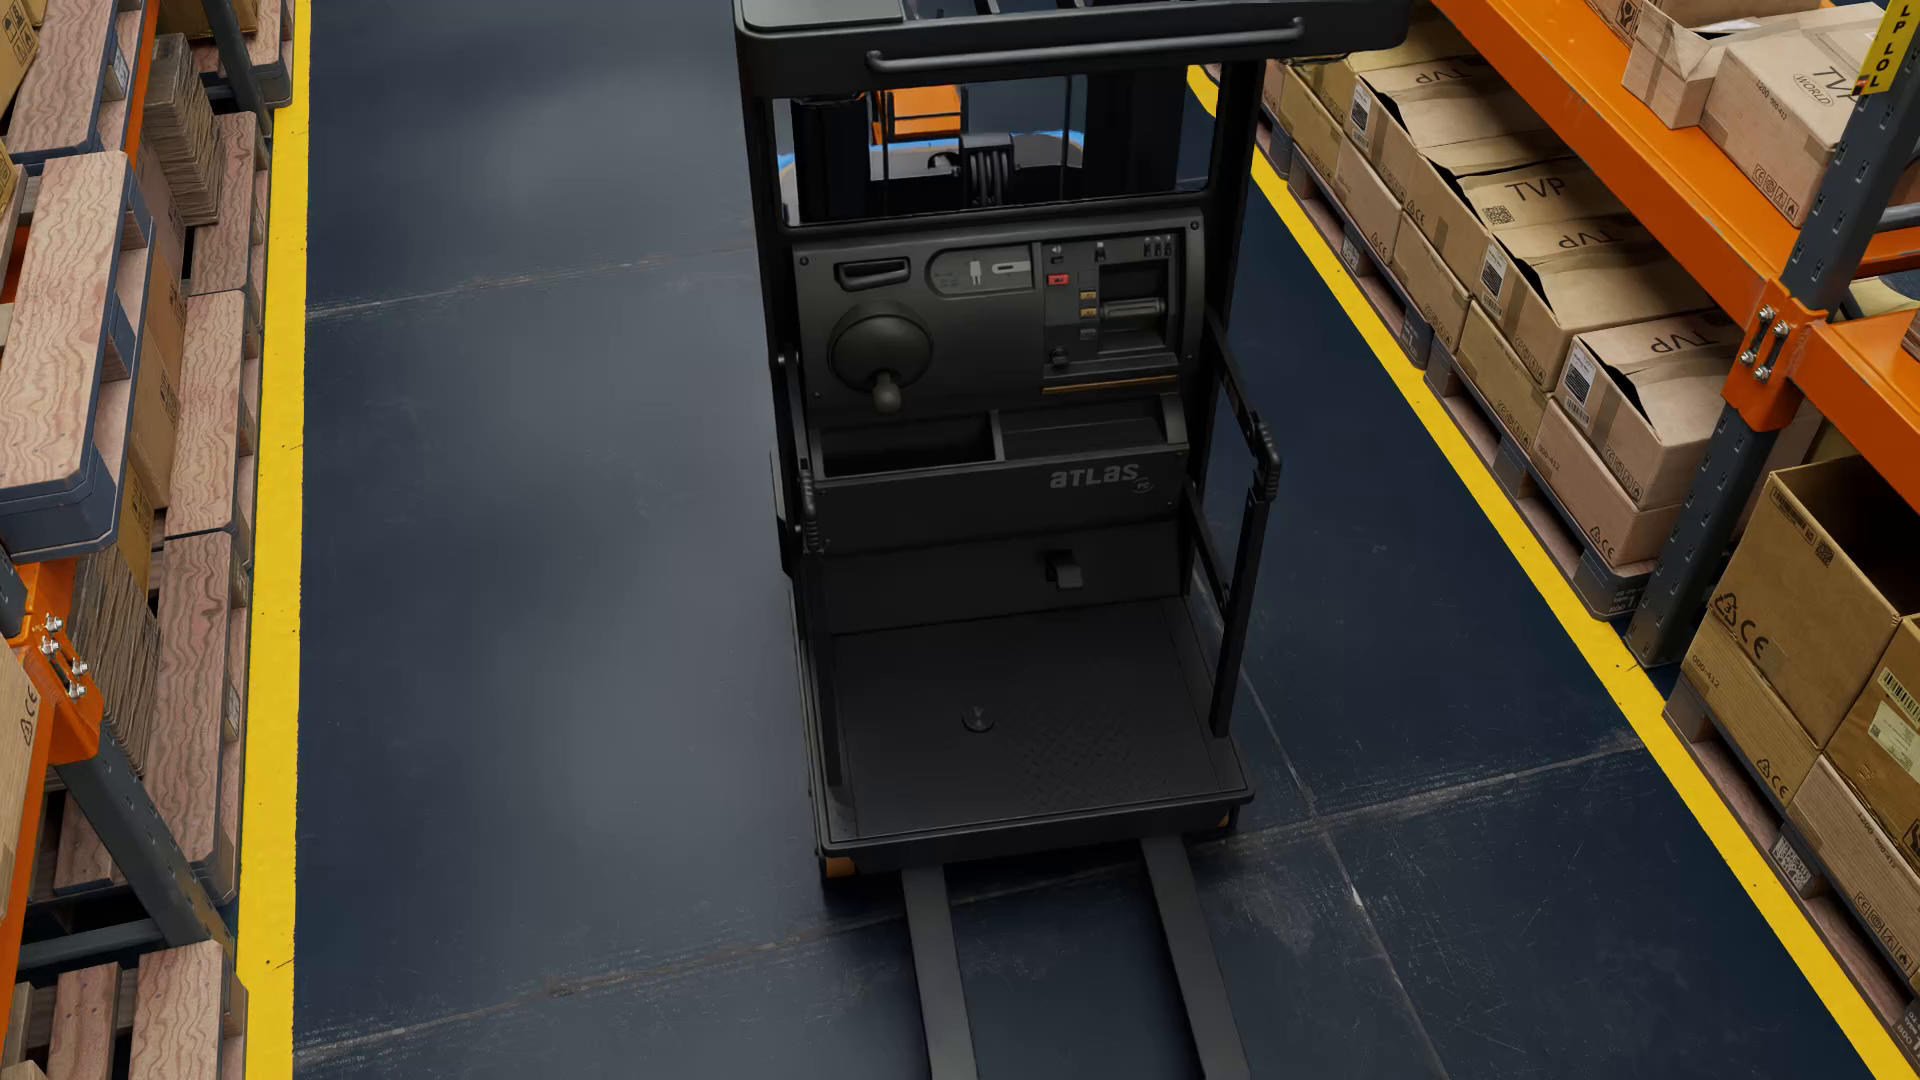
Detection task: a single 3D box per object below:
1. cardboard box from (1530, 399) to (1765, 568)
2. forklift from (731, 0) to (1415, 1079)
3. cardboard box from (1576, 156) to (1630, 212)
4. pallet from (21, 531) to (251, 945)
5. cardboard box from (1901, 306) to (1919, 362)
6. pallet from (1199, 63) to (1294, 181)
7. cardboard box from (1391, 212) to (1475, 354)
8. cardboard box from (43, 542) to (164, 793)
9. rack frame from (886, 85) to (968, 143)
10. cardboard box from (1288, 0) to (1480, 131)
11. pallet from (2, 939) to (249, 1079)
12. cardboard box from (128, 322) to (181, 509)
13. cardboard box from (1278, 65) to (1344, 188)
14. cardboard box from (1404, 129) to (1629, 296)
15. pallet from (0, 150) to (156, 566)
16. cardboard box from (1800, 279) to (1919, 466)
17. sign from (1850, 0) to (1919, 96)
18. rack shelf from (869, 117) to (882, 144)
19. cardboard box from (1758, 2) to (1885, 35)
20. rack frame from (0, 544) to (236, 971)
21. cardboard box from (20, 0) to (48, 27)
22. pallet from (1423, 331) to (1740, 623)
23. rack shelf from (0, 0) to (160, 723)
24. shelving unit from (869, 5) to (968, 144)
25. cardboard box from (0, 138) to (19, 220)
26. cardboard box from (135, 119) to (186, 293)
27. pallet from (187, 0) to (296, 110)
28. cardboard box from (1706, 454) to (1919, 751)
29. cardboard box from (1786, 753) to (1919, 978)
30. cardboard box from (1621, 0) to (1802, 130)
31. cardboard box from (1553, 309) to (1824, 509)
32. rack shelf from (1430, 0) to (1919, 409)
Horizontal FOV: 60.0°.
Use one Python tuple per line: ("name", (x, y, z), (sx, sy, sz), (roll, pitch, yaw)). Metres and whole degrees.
("cardboard box", (2.085, -0.218, 4.994), (0.500, 0.250, 0.500), (-11, 47, -11))
("forklift", (0.131, -0.420, 3.610), (1.130, 2.935, 3.031), (-6, 46, -6))
("cardboard box", (2.350, -1.215, 5.579), (0.500, 0.311, 0.500), (-12, 47, -12))
("pallet", (-2.517, 0.547, 4.566), (1.003, 0.211, 1.213), (-11, 47, -10))
("cardboard box", (2.591, -0.529, 3.599), (0.700, 0.500, 0.500), (-12, 47, -11))
("pallet", (1.620, -2.010, 7.072), (1.003, 0.211, 1.213), (-11, 47, -10))
("cardboard box", (1.826, -0.920, 5.683), (0.500, 0.250, 0.500), (-10, 46, -9))
("cardboard box", (-2.521, 0.324, 4.274), (0.700, 0.500, 0.500), (-9, 46, -9))
("rack frame", (-0.096, -0.895, 5.287), (0.240, 1.200, 0.015), (-6, 46, -6))
("cardboard box", (1.569, -1.813, 6.165), (0.500, 0.311, 0.500), (-12, 47, -11))
("pallet", (-2.110, 1.542, 3.591), (1.003, 0.211, 1.213), (-11, 47, -10))
("cardboard box", (-2.793, -0.383, 4.967), (0.700, 0.500, 0.500), (-10, 46, -10))
("cardboard box", (1.566, -1.626, 6.374), (0.500, 0.250, 0.500), (-12, 47, -11))
("cardboard box", (1.826, -1.111, 5.477), (0.500, 0.311, 0.500), (-11, 47, -10))
("pallet", (-2.371, -0.379, 3.655), (1.003, 0.211, 1.213), (-11, 47, -10))
("cardboard box", (2.606, -0.511, 4.890), (0.500, 0.311, 0.500), (-11, 47, -10))
("sign", (1.949, -1.071, 3.444), (0.100, 0.325, 0.005), (-11, 47, -10))
("rack shelf", (-0.134, -1.177, 5.344), (0.258, 0.148, 0.480), (-6, 46, -6))
("cardboard box", (2.442, -1.361, 4.659), (0.380, 0.149, 0.250), (-11, 47, -10))
("rack frame", (-2.316, 0.109, 3.043), (1.000, 3.000, 0.127), (-11, 47, -10))
("cardboard box", (-2.870, -1.663, 4.402), (0.700, 0.500, 0.500), (-11, 47, -10))
("pallet", (2.245, -0.325, 5.421), (1.003, 0.211, 1.213), (-11, 47, -10))
("rack shelf", (-2.828, -1.020, 4.653), (1.077, 0.370, 4.000), (-11, 47, -10))
("shelving unit", (-0.134, -1.067, 5.456), (0.258, 1.200, 0.503), (-6, 46, -6))
("cardboard box", (-2.550, -0.825, 3.580), (0.700, 0.500, 0.500), (-6, 46, -6))
("cardboard box", (-3.086, -1.068, 5.638), (0.700, 0.500, 0.500), (-11, 47, -10))
("pallet", (-3.469, -2.235, 7.293), (1.003, 0.211, 1.213), (-11, 47, -10))
("cardboard box", (2.287, 0.131, 4.128), (0.500, 0.500, 0.500), (-11, 47, -10))
("cardboard box", (2.420, 0.737, 4.058), (0.500, 0.250, 0.500), (-11, 47, -10))
("cardboard box", (2.069, -1.326, 4.543), (0.396, 0.266, 0.258), (-12, 47, -11))
("cardboard box", (2.091, -0.408, 4.788), (0.500, 0.311, 0.500), (-11, 47, -10))
("rack shelf", (1.959, -1.929, 5.544), (1.077, 0.370, 4.000), (-11, 47, -10))
